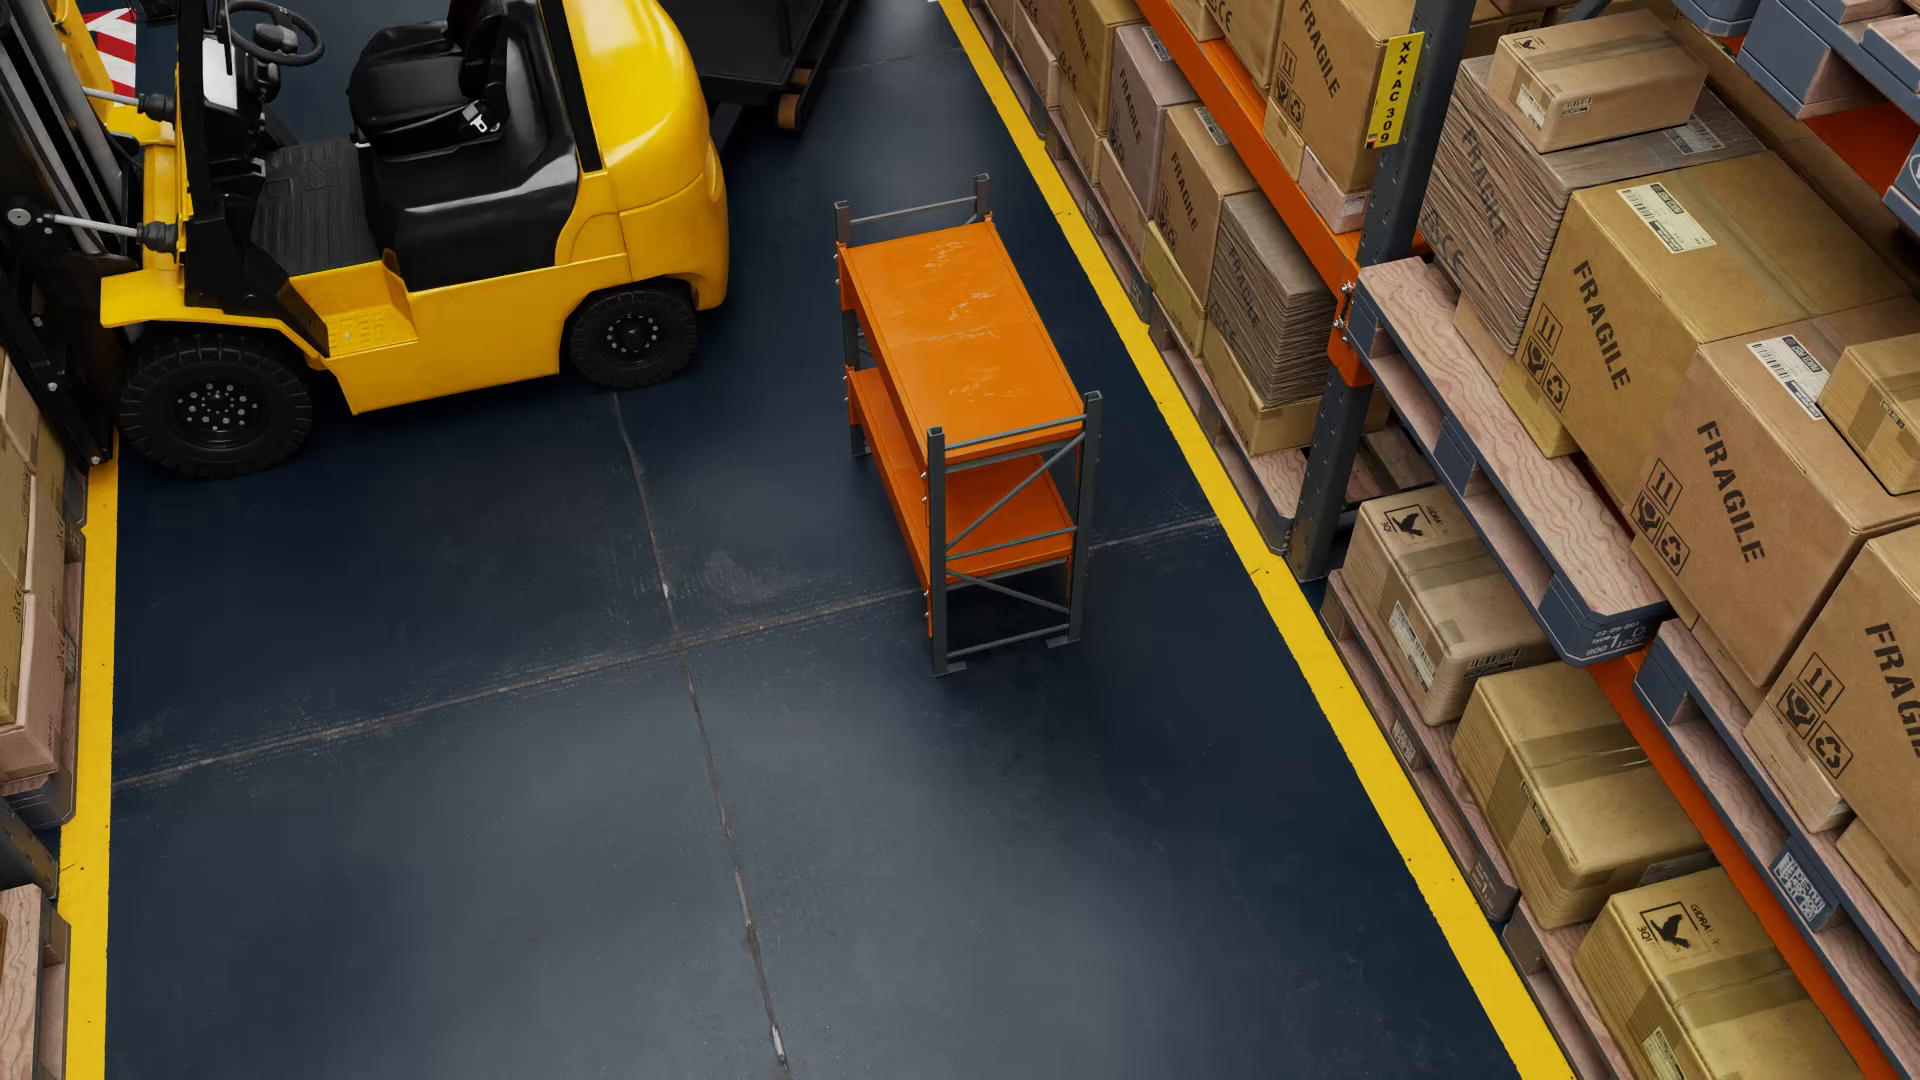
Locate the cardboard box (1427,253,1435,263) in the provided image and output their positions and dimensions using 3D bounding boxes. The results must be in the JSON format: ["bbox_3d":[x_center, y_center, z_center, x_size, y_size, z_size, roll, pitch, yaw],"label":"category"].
[{"bbox_3d":[1.690,-0.955,5.626,0.500,0.500,0.500,-11,51,-9],"label":"cardboard box"}]

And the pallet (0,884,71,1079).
[{"bbox_3d":[-2.879,1.581,4.279,1.003,0.211,1.213,-13,51,-11],"label":"pallet"}]

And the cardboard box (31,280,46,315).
[{"bbox_3d":[-3.419,-0.787,5.648,0.500,0.250,0.500,-13,51,-11],"label":"cardboard box"}]

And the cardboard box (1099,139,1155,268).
[{"bbox_3d":[0.862,-1.351,6.451,0.500,0.250,0.500,-13,51,-10],"label":"cardboard box"}]

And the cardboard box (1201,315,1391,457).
[{"bbox_3d":[1.175,-0.592,5.811,0.500,0.250,0.500,-11,51,-9],"label":"cardboard box"}]

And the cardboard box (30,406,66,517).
[{"bbox_3d":[-3.293,-0.264,5.534,0.500,0.250,0.500,-13,51,-10],"label":"cardboard box"}]

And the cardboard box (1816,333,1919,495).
[{"bbox_3d":[1.827,-0.251,3.041,0.380,0.149,0.250,-11,51,-9],"label":"cardboard box"}]

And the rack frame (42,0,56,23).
[{"bbox_3d":[-4.317,-2.769,6.122,1.000,3.000,0.127,-13,51,-11],"label":"rack frame"}]

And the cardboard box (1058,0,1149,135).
[{"bbox_3d":[0.705,-1.967,6.479,0.500,0.500,0.500,-12,51,-10],"label":"cardboard box"}]

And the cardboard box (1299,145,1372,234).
[{"bbox_3d":[1.220,-1.057,4.844,0.380,0.149,0.250,-14,51,-11],"label":"cardboard box"}]

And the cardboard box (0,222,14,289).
[{"bbox_3d":[-3.425,-0.965,5.471,0.500,0.250,0.500,-14,51,-12],"label":"cardboard box"}]

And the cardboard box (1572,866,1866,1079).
[{"bbox_3d":[2.187,1.154,4.260,0.950,0.372,0.625,-12,51,-10],"label":"cardboard box"}]

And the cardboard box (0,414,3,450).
[{"bbox_3d":[-3.119,-0.219,4.842,0.500,0.250,0.500,-13,51,-11],"label":"cardboard box"}]

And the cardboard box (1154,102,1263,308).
[{"bbox_3d":[1.023,-1.206,5.838,0.500,0.500,0.500,-12,51,-10],"label":"cardboard box"}]

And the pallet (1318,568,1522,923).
[{"bbox_3d":[1.838,0.495,5.195,1.003,0.211,1.213,-13,51,-11],"label":"pallet"}]

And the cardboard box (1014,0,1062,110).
[{"bbox_3d":[0.542,-2.117,7.096,0.500,0.250,0.500,-12,51,-10],"label":"cardboard box"}]

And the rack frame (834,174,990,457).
[{"bbox_3d":[-0.148,-0.729,5.629,0.500,1.125,0.032,-13,51,-11],"label":"rack frame"}]

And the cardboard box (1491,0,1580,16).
[{"bbox_3d":[1.684,-1.793,4.386,0.700,0.500,0.500,-14,51,-11],"label":"cardboard box"}]

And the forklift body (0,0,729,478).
[{"bbox_3d":[-2.013,-1.523,5.627,2.313,2.155,1.214,-13,51,-11],"label":"forklift body"}]

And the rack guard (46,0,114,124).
[{"bbox_3d":[-4.324,-1.981,7.093,1.175,0.500,0.348,-13,51,-11],"label":"rack guard"}]

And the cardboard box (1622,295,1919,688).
[{"bbox_3d":[1.753,-0.099,3.337,0.500,0.500,0.500,-14,51,-11],"label":"cardboard box"}]

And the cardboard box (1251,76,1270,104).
[{"bbox_3d":[1.137,-1.446,5.171,0.380,0.149,0.250,-13,51,-11],"label":"cardboard box"}]

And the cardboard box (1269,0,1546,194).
[{"bbox_3d":[1.238,-1.369,4.682,0.500,0.500,0.500,-14,51,-12],"label":"cardboard box"}]

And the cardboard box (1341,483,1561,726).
[{"bbox_3d":[1.764,0.122,5.129,0.950,0.372,0.625,-13,51,-11],"label":"cardboard box"}]

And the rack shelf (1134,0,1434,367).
[{"bbox_3d":[1.015,-2.201,6.114,1.077,0.370,4.000,-13,51,-11],"label":"rack shelf"}]

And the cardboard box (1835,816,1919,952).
[{"bbox_3d":[1.934,0.595,3.176,0.380,0.149,0.250,-15,51,-12],"label":"cardboard box"}]

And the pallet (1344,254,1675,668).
[{"bbox_3d":[1.694,-0.319,4.183,1.003,0.211,1.213,-13,51,-11],"label":"pallet"}]

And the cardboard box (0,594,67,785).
[{"bbox_3d":[-2.961,0.476,4.911,0.500,0.250,0.500,-13,51,-11],"label":"cardboard box"}]

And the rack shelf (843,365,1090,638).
[{"bbox_3d":[0.002,-0.200,5.503,0.538,0.278,1.000,-13,51,-11],"label":"rack shelf"}]

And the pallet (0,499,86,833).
[{"bbox_3d":[-3.329,0.461,5.223,1.003,0.211,1.213,-13,51,-11],"label":"pallet"}]

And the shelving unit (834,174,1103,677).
[{"bbox_3d":[0.002,-0.358,5.316,0.538,1.125,1.048,-13,51,-11],"label":"shelving unit"}]

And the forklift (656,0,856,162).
[{"bbox_3d":[-1.159,-3.037,6.393,1.130,2.935,3.031,9,50,8],"label":"forklift"}]

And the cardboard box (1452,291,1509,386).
[{"bbox_3d":[1.468,-0.552,4.143,0.380,0.149,0.250,-13,51,-10],"label":"cardboard box"}]

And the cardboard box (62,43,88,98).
[{"bbox_3d":[-3.876,-1.746,6.784,0.500,0.250,0.500,-13,51,-11],"label":"cardboard box"}]

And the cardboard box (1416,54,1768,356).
[{"bbox_3d":[1.471,-0.828,3.952,0.500,0.500,0.500,-12,51,-10],"label":"cardboard box"}]

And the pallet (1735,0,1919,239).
[{"bbox_3d":[1.997,-0.647,2.494,1.213,0.211,1.003,-13,51,-11],"label":"pallet"}]

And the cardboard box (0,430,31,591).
[{"bbox_3d":[-3.133,-0.048,5.025,0.500,0.250,0.500,-14,51,-11],"label":"cardboard box"}]

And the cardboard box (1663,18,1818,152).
[{"bbox_3d":[1.962,-0.950,4.055,0.500,0.500,0.500,-14,51,-12],"label":"cardboard box"}]

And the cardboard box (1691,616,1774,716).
[{"bbox_3d":[1.798,0.201,3.508,0.380,0.149,0.250,-13,51,-11],"label":"cardboard box"}]

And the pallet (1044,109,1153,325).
[{"bbox_3d":[1.010,-1.449,6.833,1.003,0.211,1.213,-13,51,-11],"label":"pallet"}]

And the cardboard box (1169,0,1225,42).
[{"bbox_3d":[0.917,-1.798,5.469,0.380,0.149,0.250,-14,51,-12],"label":"cardboard box"}]

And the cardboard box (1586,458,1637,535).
[{"bbox_3d":[1.691,-0.177,3.827,0.380,0.149,0.250,-10,51,-9],"label":"cardboard box"}]
